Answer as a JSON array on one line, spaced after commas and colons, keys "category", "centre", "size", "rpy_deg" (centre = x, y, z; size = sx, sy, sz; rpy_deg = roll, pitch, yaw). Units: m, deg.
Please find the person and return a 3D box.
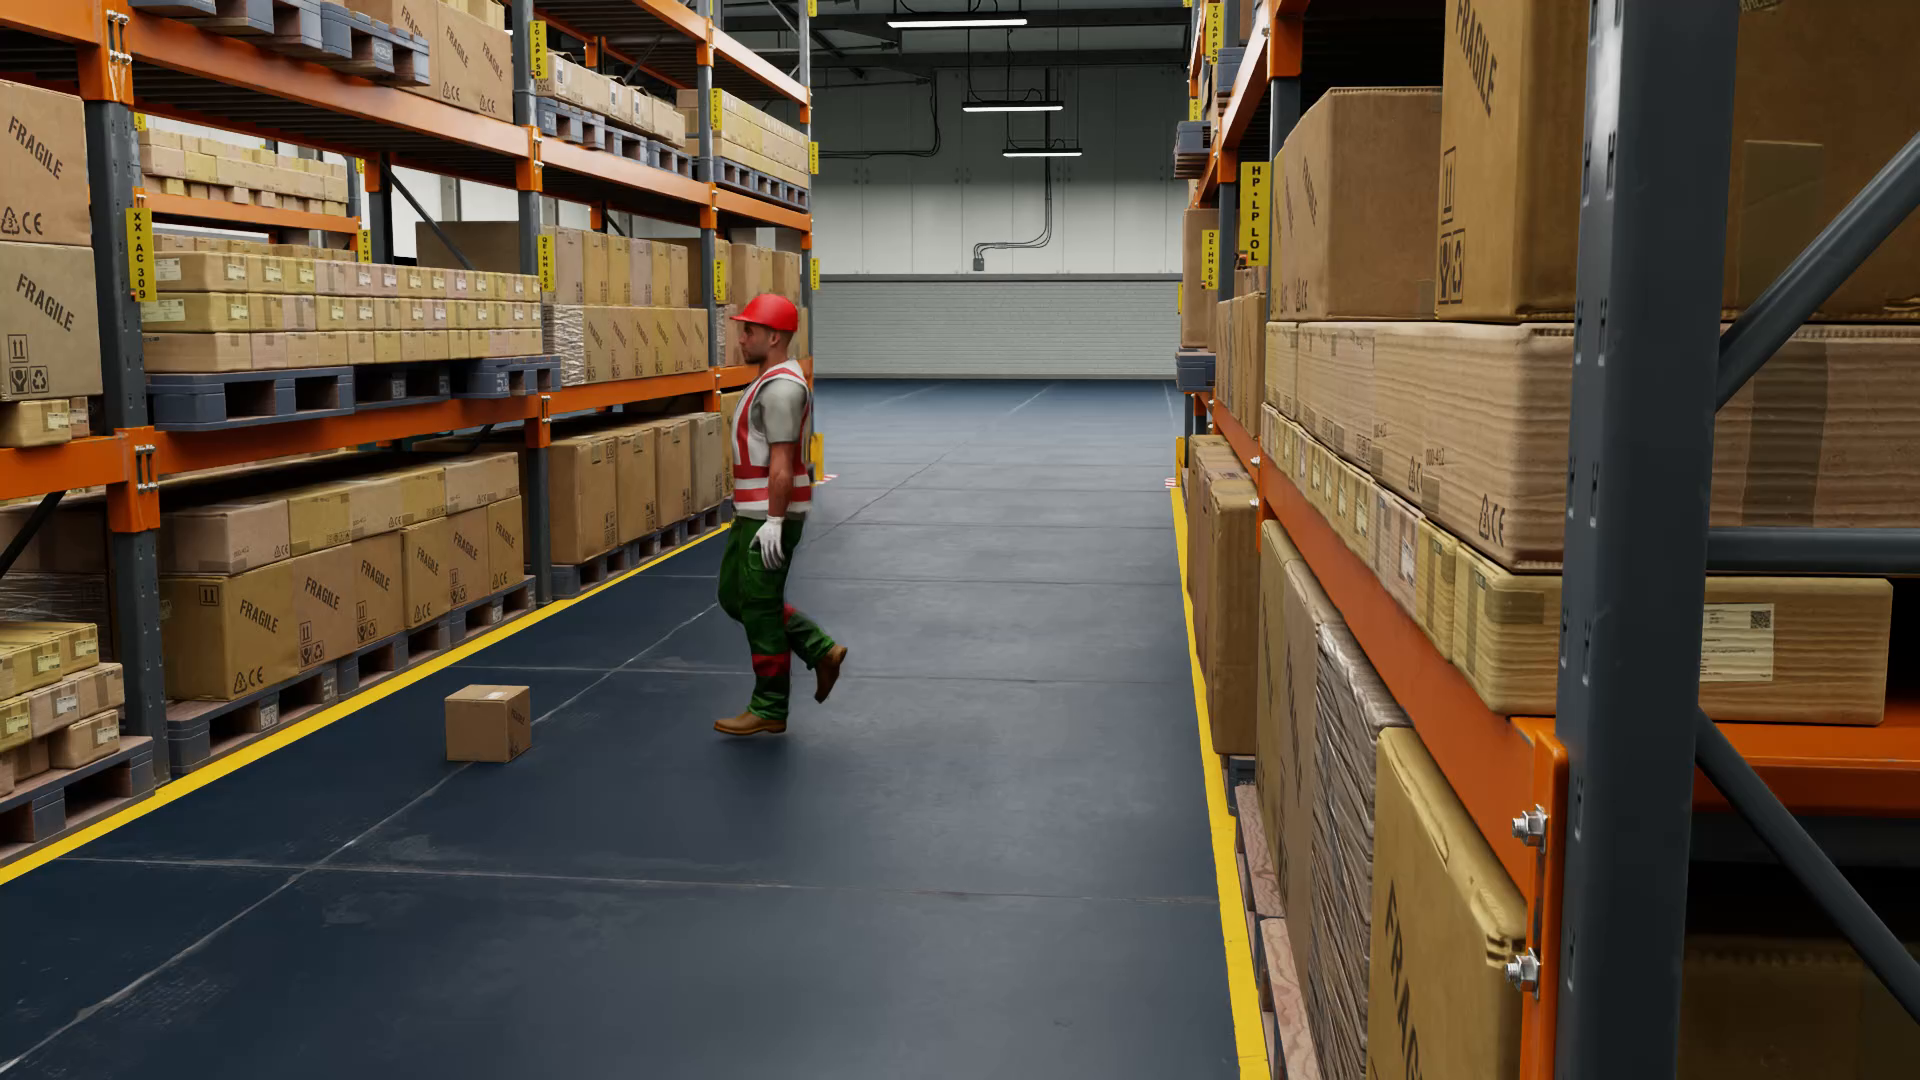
[{"category": "person", "centre": [-0.733, -0.098, 6.741], "size": [0.562, 1.780, 0.591], "rpy_deg": [-2, 8, -11]}]
